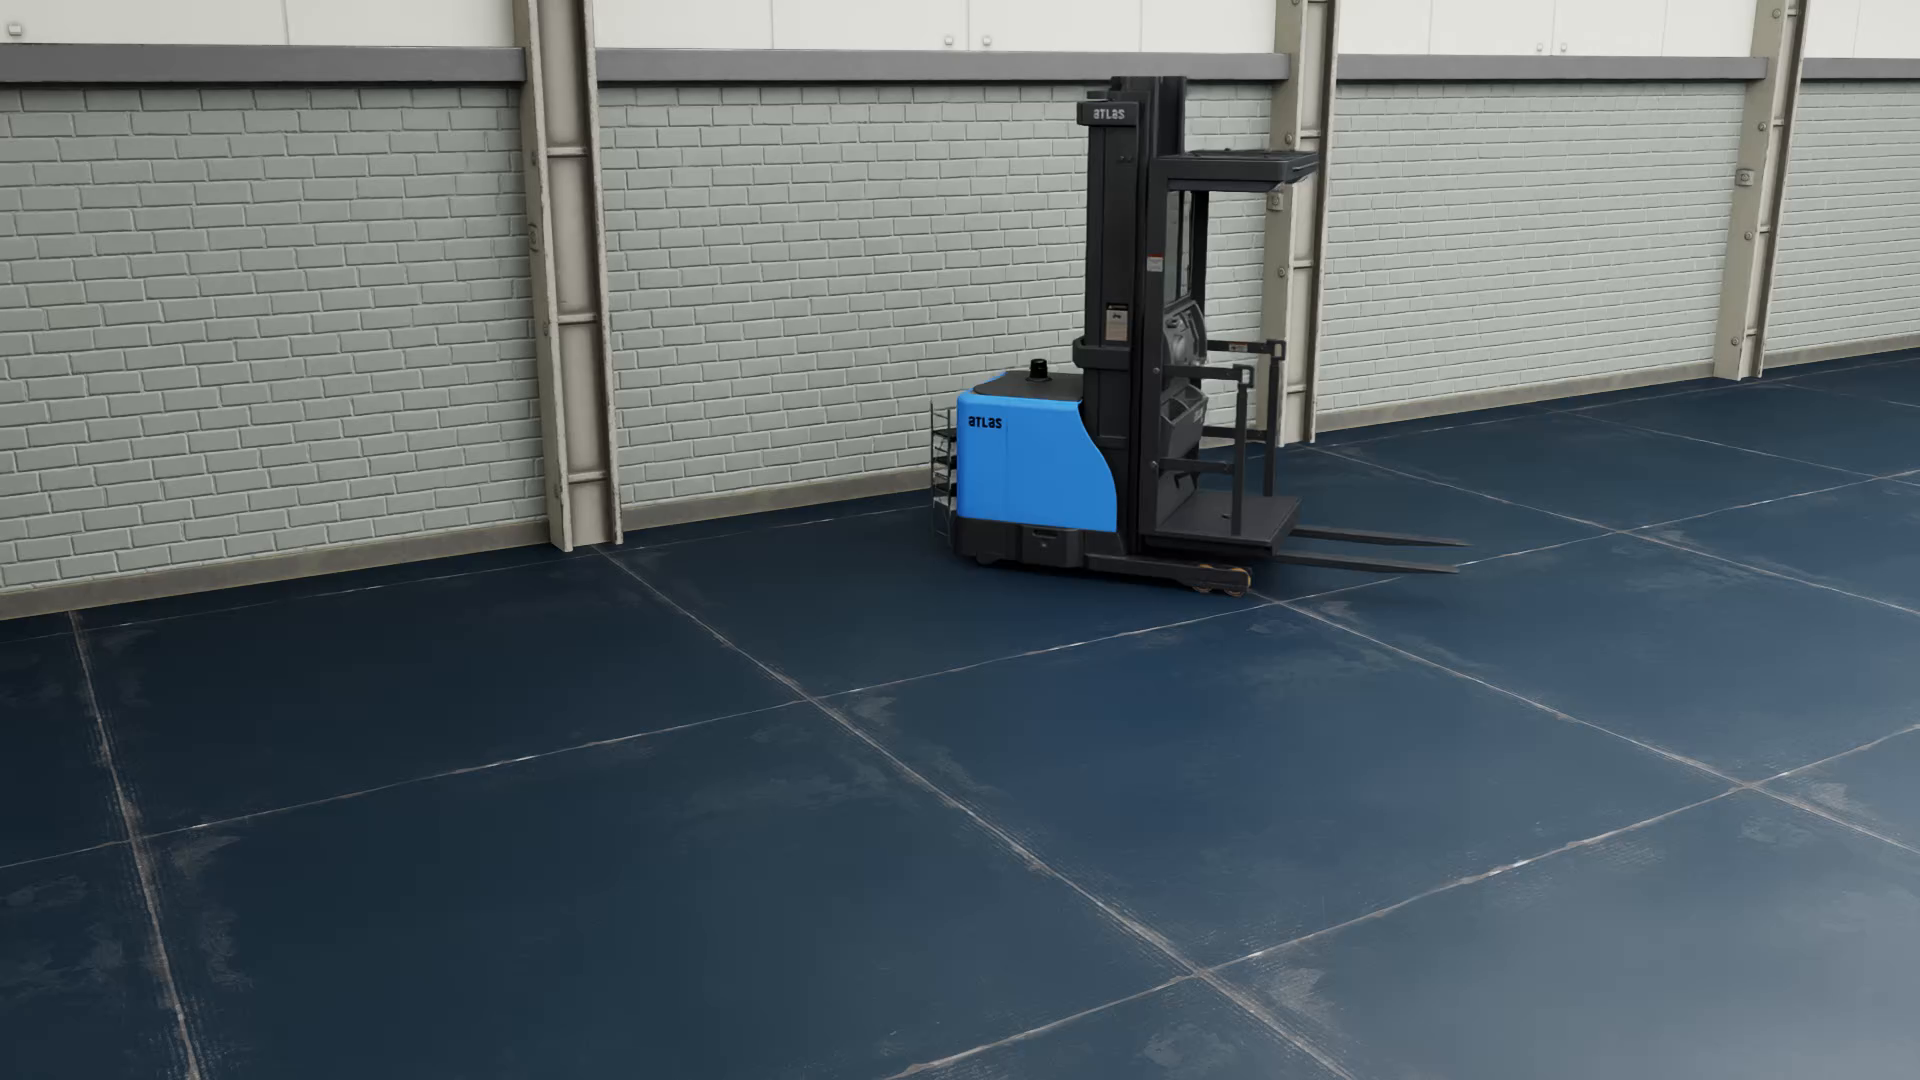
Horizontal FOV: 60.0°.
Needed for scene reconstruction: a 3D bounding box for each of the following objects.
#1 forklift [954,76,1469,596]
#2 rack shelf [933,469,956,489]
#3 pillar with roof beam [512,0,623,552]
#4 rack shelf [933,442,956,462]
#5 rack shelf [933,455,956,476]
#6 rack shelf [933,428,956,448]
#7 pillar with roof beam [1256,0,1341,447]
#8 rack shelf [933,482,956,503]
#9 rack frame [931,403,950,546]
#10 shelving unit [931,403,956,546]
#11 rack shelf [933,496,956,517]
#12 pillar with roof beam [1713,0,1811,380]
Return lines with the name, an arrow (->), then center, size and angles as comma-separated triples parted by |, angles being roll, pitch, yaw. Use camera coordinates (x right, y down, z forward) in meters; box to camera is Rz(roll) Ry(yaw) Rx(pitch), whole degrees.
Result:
forklift -> 1.534, -1.243, 9.915 | 3.031, 2.935, 1.130 | 6, 17, 20
rack shelf -> -0.038, -0.404, 10.806 | 0.200, 0.077, 0.258 | -9, 18, -29
pillar with roof beam -> -0.224, -3.324, 6.095 | 0.400, 9.000, 9.100 | -9, 18, -30
rack shelf -> -0.038, -0.577, 10.758 | 0.200, 0.077, 0.258 | -9, 18, -29
rack shelf -> -0.038, -0.490, 10.782 | 0.200, 0.077, 0.258 | -9, 18, -29
rack shelf -> -0.038, -0.664, 10.733 | 0.200, 0.077, 0.258 | -9, 18, -29
pillar with roof beam -> 4.920, -4.158, 9.070 | 0.400, 9.000, 9.100 | -9, 18, -30
rack shelf -> -0.038, -0.317, 10.831 | 0.200, 0.077, 0.258 | -9, 18, -29
rack frame -> -0.126, -0.422, 10.748 | 0.006, 0.900, 0.240 | -9, 18, -29
shelving unit -> -0.038, -0.436, 10.797 | 0.210, 0.900, 0.258 | -9, 18, -29
rack shelf -> -0.038, -0.230, 10.855 | 0.200, 0.077, 0.258 | -9, 18, -29
pillar with roof beam -> 10.063, -4.992, 12.045 | 0.400, 9.000, 9.100 | -9, 18, -30
